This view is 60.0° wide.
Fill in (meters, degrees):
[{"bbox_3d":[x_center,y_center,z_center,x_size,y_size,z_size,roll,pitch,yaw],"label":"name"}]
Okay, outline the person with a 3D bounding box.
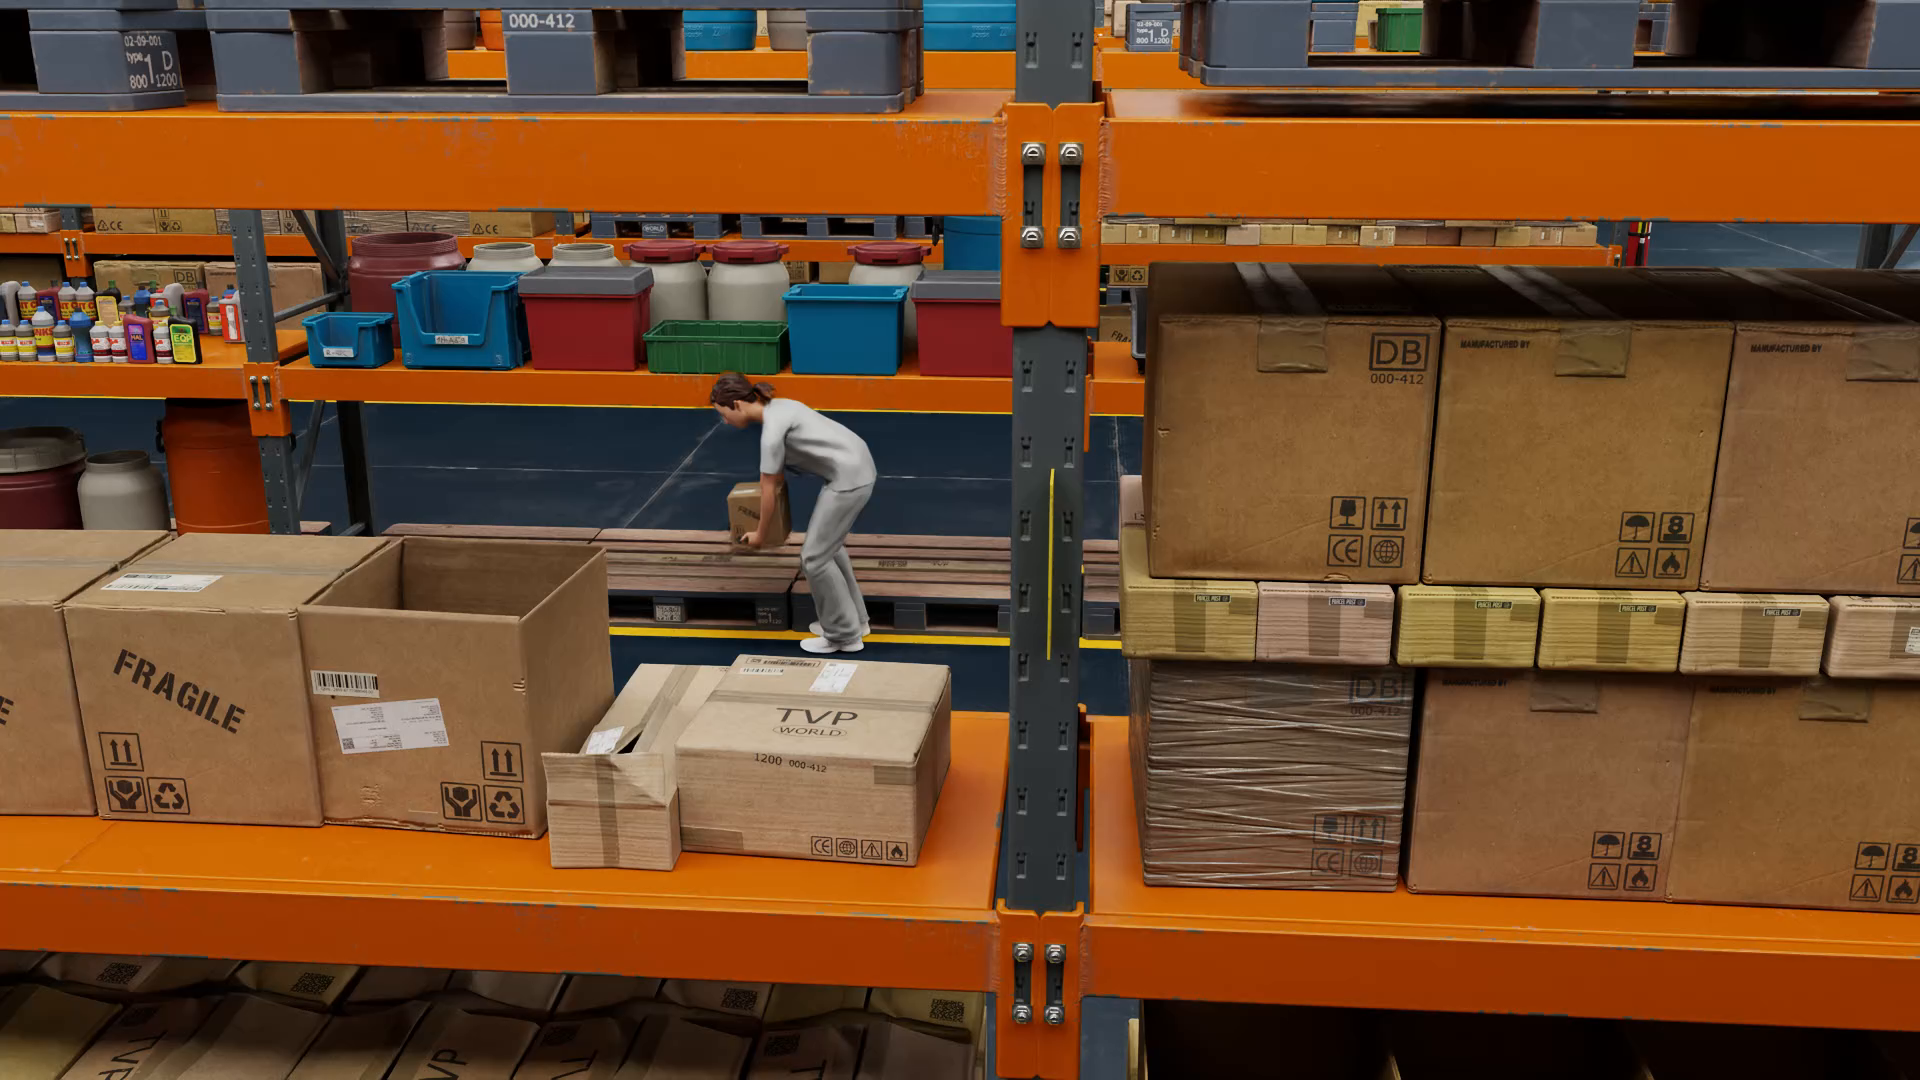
[{"bbox_3d":[-0.792,-0.140,8.029,0.783,1.356,0.419,1,18,2],"label":"person"}]
